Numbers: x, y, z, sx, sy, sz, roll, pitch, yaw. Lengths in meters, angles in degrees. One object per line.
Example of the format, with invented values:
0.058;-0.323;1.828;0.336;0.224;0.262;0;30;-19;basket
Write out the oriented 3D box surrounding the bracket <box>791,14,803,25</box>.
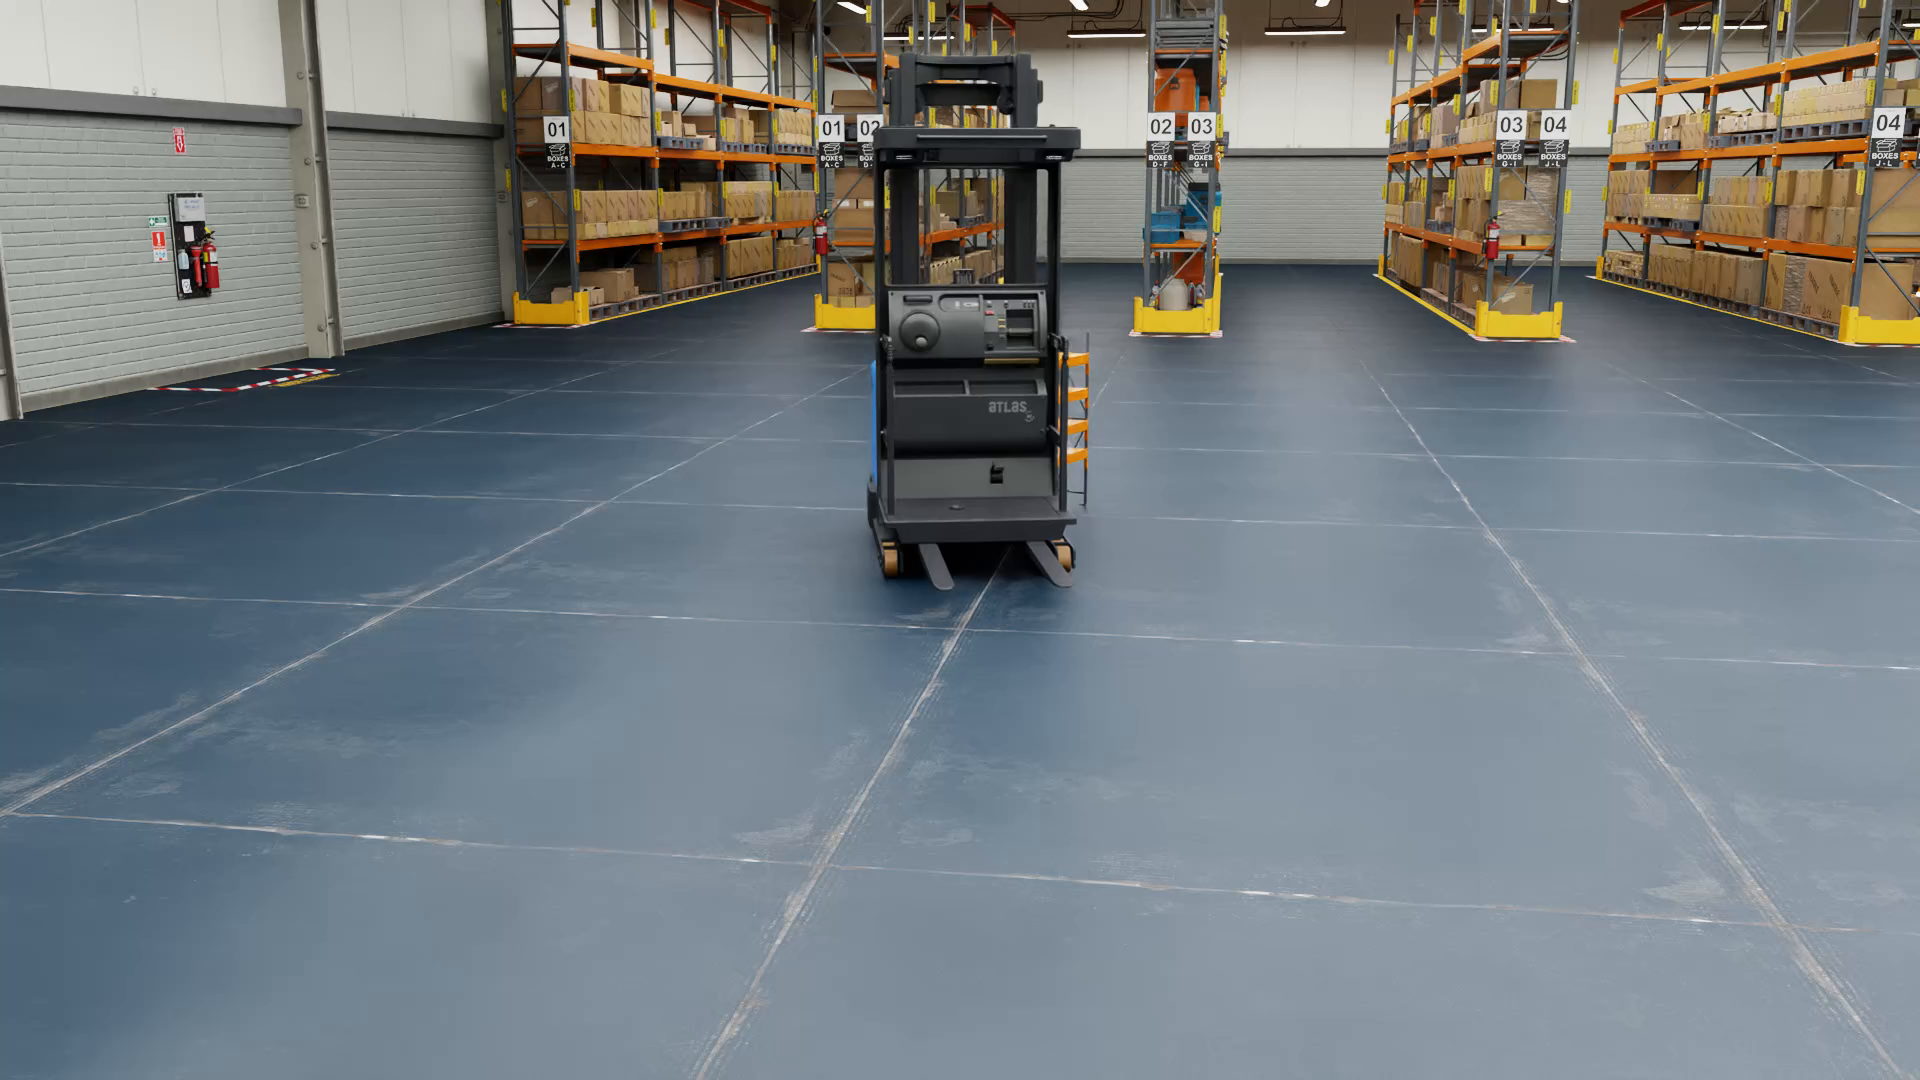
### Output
-4.229;-13.434;42.923;0.235;0.232;0.430;2;12;9;bracket

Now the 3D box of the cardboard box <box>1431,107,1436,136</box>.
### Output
9.050;-7.772;30.894;0.500;0.500;0.500;2;12;9;cardboard box

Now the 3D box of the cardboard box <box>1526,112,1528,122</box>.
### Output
8.036;-6.143;24.168;0.380;0.149;0.250;1;12;7;cardboard box

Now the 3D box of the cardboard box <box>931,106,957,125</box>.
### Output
-0.339;-8.519;33.171;0.500;0.500;0.500;2;12;9;cardboard box

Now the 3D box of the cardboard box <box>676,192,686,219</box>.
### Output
-5.647;-6.374;31.668;0.700;0.500;0.500;4;13;16;cardboard box

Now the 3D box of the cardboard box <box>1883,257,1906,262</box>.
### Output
19.986;-5.694;34.879;0.875;0.438;0.875;2;12;8;cardboard box

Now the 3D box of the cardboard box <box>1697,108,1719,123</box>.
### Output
14.131;-8.010;31.366;0.396;0.266;0.258;2;12;9;cardboard box

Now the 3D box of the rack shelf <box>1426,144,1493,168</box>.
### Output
9.068;-6.801;29.517;1.077;0.370;4.000;2;12;9;rack shelf

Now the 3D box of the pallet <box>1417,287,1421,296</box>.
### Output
9.572;-4.901;32.733;1.003;0.211;1.213;2;12;9;pallet

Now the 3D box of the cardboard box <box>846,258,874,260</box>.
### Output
-1.636;-4.420;27.635;0.500;0.500;0.500;2;12;9;cardboard box

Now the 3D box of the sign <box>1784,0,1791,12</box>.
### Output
13.108;-8.531;26.313;0.100;0.325;0.005;2;12;9;sign

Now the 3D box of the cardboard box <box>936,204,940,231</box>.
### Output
-0.654;-6.123;31.548;0.500;0.500;0.500;1;12;6;cardboard box

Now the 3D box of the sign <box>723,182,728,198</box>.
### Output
-4.770;-7.095;33.737;0.100;0.325;0.005;2;12;9;sign

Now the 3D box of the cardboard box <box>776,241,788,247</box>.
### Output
-4.243;-6.935;38.948;0.380;0.149;0.250;2;12;11;cardboard box

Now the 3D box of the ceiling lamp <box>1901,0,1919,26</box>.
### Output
23.415;-13.706;38.876;2.000;3.185;0.800;2;12;9;ceiling lamp

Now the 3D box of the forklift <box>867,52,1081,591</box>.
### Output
0.070;-1.293;9.536;1.130;2.935;3.031;-1;12;-6;forklift

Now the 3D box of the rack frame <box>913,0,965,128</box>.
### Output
-0.412;-9.357;32.550;1.000;3.000;0.127;2;12;9;rack frame

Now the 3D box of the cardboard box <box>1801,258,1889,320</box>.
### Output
13.203;-3.748;24.813;0.875;0.875;0.875;2;12;8;cardboard box

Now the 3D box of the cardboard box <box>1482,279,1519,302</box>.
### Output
8.431;-3.805;25.966;0.500;0.500;0.500;3;13;14;cardboard box

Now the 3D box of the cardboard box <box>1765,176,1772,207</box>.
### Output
13.717;-5.729;27.347;0.700;0.500;0.500;2;12;8;cardboard box

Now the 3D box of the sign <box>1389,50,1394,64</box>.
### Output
10.059;-11.254;38.759;0.100;0.325;0.005;2;12;9;sign

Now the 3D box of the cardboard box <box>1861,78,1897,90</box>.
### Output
12.748;-6.324;23.066;0.380;0.149;0.250;2;12;9;cardboard box

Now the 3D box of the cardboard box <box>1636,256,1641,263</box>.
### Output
14.674;-5.993;35.538;0.380;0.149;0.250;2;12;9;cardboard box

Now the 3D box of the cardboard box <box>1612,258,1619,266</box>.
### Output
14.963;-6.283;37.593;0.380;0.149;0.250;2;12;10;cardboard box

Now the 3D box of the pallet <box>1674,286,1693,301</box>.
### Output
14.383;-4.720;31.894;1.003;0.211;1.213;2;12;9;pallet

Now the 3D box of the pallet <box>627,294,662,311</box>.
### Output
-5.991;-4.247;29.699;1.003;0.211;1.213;2;12;9;pallet

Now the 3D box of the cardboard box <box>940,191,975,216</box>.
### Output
-0.097;-6.997;34.607;0.700;0.500;0.500;4;13;19;cardboard box

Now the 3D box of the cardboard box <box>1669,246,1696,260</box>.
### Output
14.268;-5.632;32.664;0.500;0.250;0.500;2;12;10;cardboard box

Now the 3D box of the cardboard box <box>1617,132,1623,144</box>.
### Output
15.088;-9.032;37.331;0.500;0.250;0.500;2;12;8;cardboard box

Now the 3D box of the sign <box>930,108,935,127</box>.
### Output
-0.478;-7.331;28.857;0.100;0.325;0.005;2;12;9;sign

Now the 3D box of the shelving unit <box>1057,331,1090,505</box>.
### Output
0.659;-0.798;11.348;0.258;1.200;0.503;7;14;30;shelving unit

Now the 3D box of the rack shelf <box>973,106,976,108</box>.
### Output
0.511;-10.252;38.422;1.077;0.370;4.000;2;12;9;rack shelf

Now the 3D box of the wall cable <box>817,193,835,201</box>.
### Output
-2.854;-10.830;46.755;3.097;2.526;0.112;2;12;9;wall cable

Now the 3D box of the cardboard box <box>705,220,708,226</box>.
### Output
-5.028;-6.532;34.231;0.380;0.149;0.250;2;12;8;cardboard box

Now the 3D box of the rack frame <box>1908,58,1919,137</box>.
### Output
19.783;-9.547;33.431;1.000;3.000;0.127;2;12;9;rack frame

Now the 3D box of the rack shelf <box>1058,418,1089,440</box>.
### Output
0.659;-0.732;11.363;0.258;0.148;0.480;7;14;30;rack shelf

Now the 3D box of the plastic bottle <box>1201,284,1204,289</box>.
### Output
4.053;-4.207;28.137;0.144;0.351;0.185;2;12;7;plastic bottle

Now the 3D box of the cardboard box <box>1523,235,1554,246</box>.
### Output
8.425;-4.366;24.228;0.380;0.149;0.250;2;12;9;cardboard box

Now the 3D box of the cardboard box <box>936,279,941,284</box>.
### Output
-0.640;-4.635;30.410;0.500;0.250;0.500;2;12;10;cardboard box

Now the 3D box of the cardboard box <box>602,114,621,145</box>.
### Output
-5.984;-6.836;27.689;0.500;0.500;0.500;3;12;12;cardboard box

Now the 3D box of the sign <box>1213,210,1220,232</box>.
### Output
3.794;-4.714;24.590;0.100;0.325;0.005;2;12;9;sign

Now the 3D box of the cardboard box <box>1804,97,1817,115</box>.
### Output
13.141;-6.578;25.190;0.500;0.250;0.500;2;12;8;cardboard box

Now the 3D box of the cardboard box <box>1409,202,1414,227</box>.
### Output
9.520;-6.687;34.166;0.500;0.500;0.500;2;12;7;cardboard box

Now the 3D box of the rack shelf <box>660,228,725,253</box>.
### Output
-5.615;-5.816;32.067;1.077;0.370;4.000;2;12;9;rack shelf

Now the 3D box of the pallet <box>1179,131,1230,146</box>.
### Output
3.852;-6.651;27.562;1.213;0.211;1.003;2;12;9;pallet

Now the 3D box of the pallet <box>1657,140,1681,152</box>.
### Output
14.520;-7.787;32.831;1.213;0.211;1.003;2;12;9;pallet

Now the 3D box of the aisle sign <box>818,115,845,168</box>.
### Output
-1.943;-6.025;25.161;0.394;0.787;0.004;2;12;9;aisle sign

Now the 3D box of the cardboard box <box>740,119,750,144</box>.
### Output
-4.958;-8.849;36.033;0.700;0.500;0.500;2;12;8;cardboard box

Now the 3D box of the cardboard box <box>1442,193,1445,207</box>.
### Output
9.332;-6.243;31.107;0.500;0.500;0.500;0;12;2;cardboard box

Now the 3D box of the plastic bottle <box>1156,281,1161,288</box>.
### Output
3.333;-4.196;28.085;0.144;0.351;0.185;2;12;10;plastic bottle

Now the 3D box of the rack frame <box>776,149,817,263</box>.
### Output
-4.077;-8.249;41.651;1.000;3.000;0.127;2;12;9;rack frame

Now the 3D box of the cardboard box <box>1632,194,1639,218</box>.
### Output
14.753;-7.165;35.679;0.500;0.500;0.500;2;12;7;cardboard box

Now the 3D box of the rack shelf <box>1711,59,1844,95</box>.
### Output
13.954;-7.890;28.400;1.077;0.370;4.000;2;12;9;rack shelf

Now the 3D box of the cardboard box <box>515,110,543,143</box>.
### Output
-6.724;-6.538;26.308;0.500;0.500;0.500;3;12;13;cardboard box

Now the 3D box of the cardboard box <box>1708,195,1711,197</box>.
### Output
14.686;-6.602;32.196;0.380;0.149;0.250;2;12;11;cardboard box
